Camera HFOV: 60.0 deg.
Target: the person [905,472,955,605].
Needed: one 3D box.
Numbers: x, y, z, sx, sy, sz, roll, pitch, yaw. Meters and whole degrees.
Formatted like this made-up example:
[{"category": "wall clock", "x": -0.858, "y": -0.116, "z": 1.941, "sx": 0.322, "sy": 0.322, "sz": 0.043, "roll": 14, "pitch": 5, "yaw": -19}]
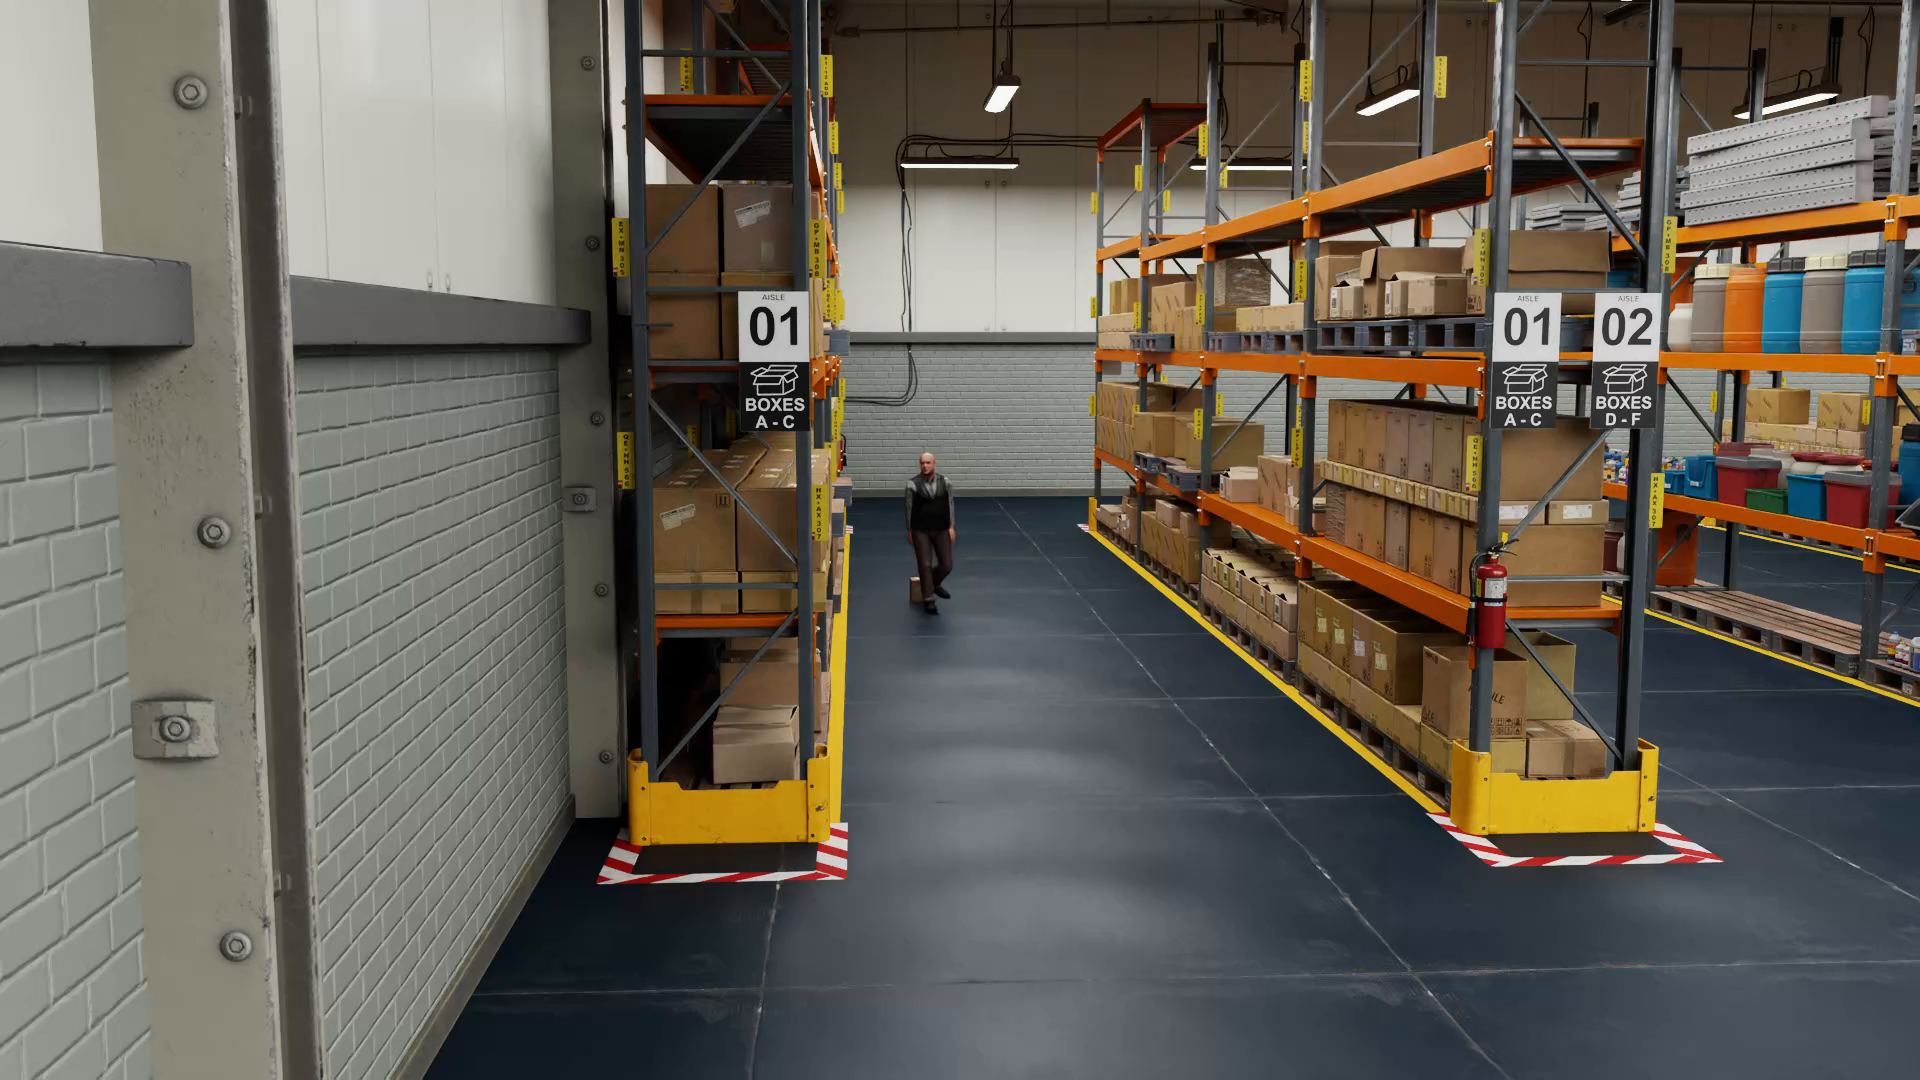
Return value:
[{"category": "person", "x": -0.343, "y": -0.029, "z": 18.040, "sx": 0.541, "sy": 1.474, "sz": 0.545, "roll": -2, "pitch": 7, "yaw": -14}]
